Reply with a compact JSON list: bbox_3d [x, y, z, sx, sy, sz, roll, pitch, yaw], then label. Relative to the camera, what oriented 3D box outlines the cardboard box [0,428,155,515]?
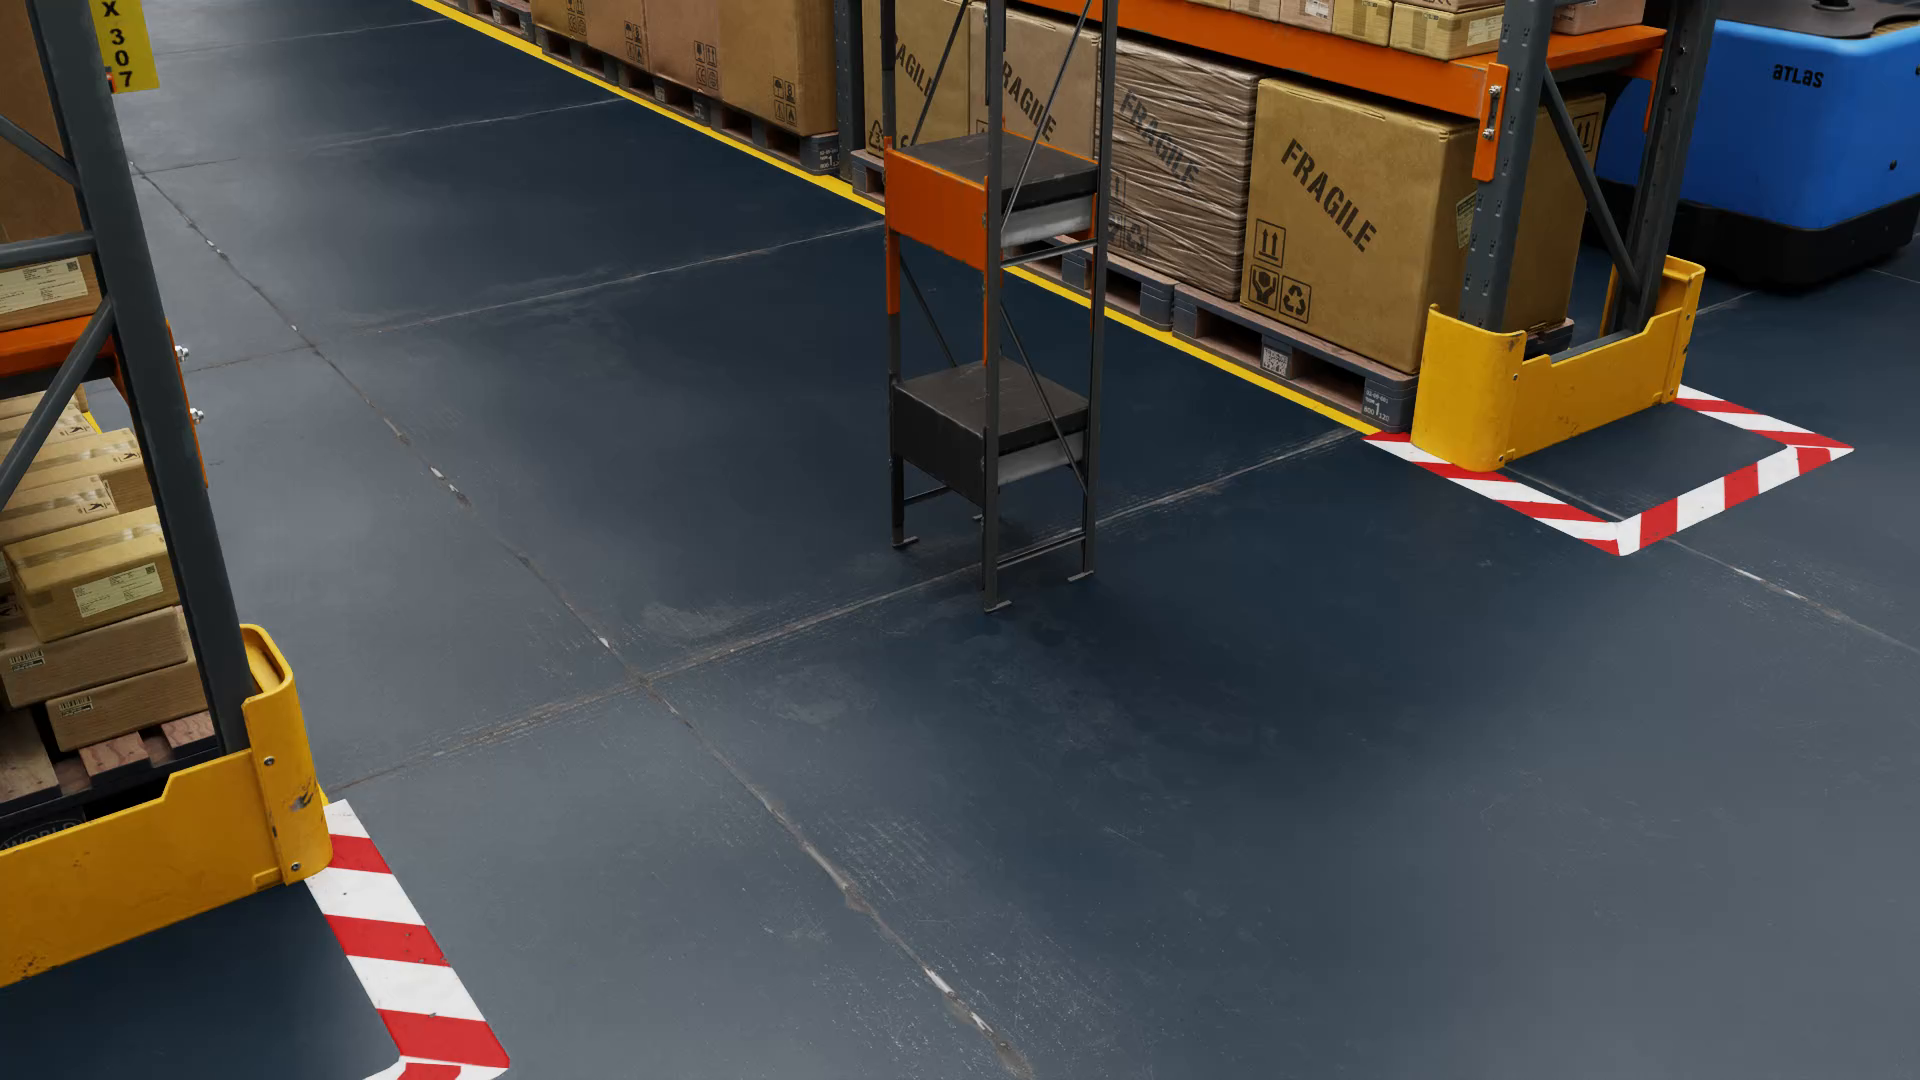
[{"bbox_3d":[-2.296,-0.137,4.283,0.380,0.149,0.250,-19,34,-31],"label":"cardboard box"}]

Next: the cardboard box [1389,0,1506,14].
[{"bbox_3d":[1.632,-1.952,5.548,0.500,0.250,0.500,-19,34,-31],"label":"cardboard box"}]

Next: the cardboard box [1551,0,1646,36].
[{"bbox_3d":[2.193,-1.892,5.853,0.380,0.149,0.250,-18,33,-30],"label":"cardboard box"}]

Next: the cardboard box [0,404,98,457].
[{"bbox_3d":[-2.507,-0.211,4.419,0.380,0.149,0.250,-21,35,-33],"label":"cardboard box"}]

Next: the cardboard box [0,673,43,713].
[{"bbox_3d":[-2.231,0.258,4.179,0.380,0.149,0.250,-19,34,-31],"label":"cardboard box"}]

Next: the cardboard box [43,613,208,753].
[{"bbox_3d":[-2.012,0.337,4.034,0.380,0.149,0.250,-18,33,-30],"label":"cardboard box"}]

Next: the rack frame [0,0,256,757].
[{"bbox_3d":[-1.969,-0.439,2.915,1.000,3.000,0.127,-19,34,-31],"label":"rack frame"}]

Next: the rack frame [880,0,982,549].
[{"bbox_3d":[-0.046,-0.953,4.805,0.400,2.100,0.015,-19,34,-31],"label":"rack frame"}]

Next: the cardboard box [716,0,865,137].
[{"bbox_3d":[-0.578,-2.822,9.089,1.225,0.875,0.875,-19,34,-30],"label":"cardboard box"}]

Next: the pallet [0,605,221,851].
[{"bbox_3d":[-2.456,0.431,4.235,1.003,0.211,1.213,-19,34,-31],"label":"pallet"}]

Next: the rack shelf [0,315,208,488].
[{"bbox_3d":[-3.129,-0.900,4.519,1.077,0.370,4.000,-19,34,-31],"label":"rack shelf"}]

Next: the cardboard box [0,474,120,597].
[{"bbox_3d":[-2.254,-0.004,4.038,0.380,0.149,0.250,-18,33,-30],"label":"cardboard box"}]

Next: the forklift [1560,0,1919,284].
[{"bbox_3d":[3.066,-3.023,7.744,1.130,2.935,3.031,-20,34,-33],"label":"forklift"}]

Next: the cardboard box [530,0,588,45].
[{"bbox_3d":[-2.127,-3.860,11.000,1.225,0.875,0.875,-21,35,-33],"label":"cardboard box"}]

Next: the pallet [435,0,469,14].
[{"bbox_3d":[-3.666,-4.436,13.196,1.003,0.211,1.213,-19,34,-31],"label":"pallet"}]

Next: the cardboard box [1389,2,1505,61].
[{"bbox_3d":[1.655,-1.710,5.518,0.380,0.149,0.250,-18,33,-30],"label":"cardboard box"}]

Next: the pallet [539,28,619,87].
[{"bbox_3d":[-2.115,-3.330,11.160,1.003,0.211,1.213,-19,34,-31],"label":"pallet"}]

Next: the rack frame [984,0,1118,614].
[{"bbox_3d":[0.238,-0.763,4.456,0.400,2.100,0.015,-19,34,-31],"label":"rack frame"}]

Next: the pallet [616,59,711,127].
[{"bbox_3d":[-1.411,-2.856,10.288,1.003,0.211,1.213,-19,34,-31],"label":"pallet"}]

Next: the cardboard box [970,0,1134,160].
[{"bbox_3d":[0.649,-1.950,7.484,0.875,0.875,0.875,-19,34,-31],"label":"cardboard box"}]

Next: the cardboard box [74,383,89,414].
[{"bbox_3d":[-2.776,-0.436,4.834,0.380,0.149,0.250,-18,33,-30],"label":"cardboard box"}]

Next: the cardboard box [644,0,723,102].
[{"bbox_3d":[-1.097,-3.169,9.728,1.225,0.875,0.875,-20,34,-32],"label":"cardboard box"}]

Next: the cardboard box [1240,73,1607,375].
[{"bbox_3d":[1.693,-1.250,6.195,0.875,0.875,0.875,-19,34,-31],"label":"cardboard box"}]

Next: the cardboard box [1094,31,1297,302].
[{"bbox_3d":[1.165,-1.604,6.847,0.875,0.875,0.875,-19,34,-31],"label":"cardboard box"}]

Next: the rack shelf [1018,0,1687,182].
[{"bbox_3d":[0.970,-2.234,6.974,1.077,0.370,4.000,-19,34,-31],"label":"rack shelf"}]

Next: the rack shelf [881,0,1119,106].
[{"bbox_3d":[0.096,-1.461,4.303,0.431,0.518,0.480,-19,34,-31],"label":"rack shelf"}]

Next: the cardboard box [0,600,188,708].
[{"bbox_3d":[-2.064,0.224,3.930,0.380,0.149,0.250,-17,33,-29],"label":"cardboard box"}]

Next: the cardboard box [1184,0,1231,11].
[{"bbox_3d":[1.061,-2.106,6.249,0.380,0.149,0.250,-20,34,-32],"label":"cardboard box"}]

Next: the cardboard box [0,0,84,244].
[{"bbox_3d":[-2.005,-0.865,3.283,0.500,0.500,0.500,-17,33,-28],"label":"cardboard box"}]

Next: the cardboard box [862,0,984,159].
[{"bbox_3d":[0.127,-2.300,8.128,0.875,0.875,0.875,-19,34,-31],"label":"cardboard box"}]

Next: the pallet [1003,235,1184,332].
[{"bbox_3d":[0.899,-1.310,7.442,1.003,0.211,1.213,-19,34,-31],"label":"pallet"}]

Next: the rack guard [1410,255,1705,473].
[{"bbox_3d":[2.144,-0.665,5.951,1.175,0.500,0.348,-19,34,-31],"label":"rack guard"}]

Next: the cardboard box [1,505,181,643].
[{"bbox_3d":[-1.996,0.070,3.902,0.380,0.149,0.250,-21,35,-33],"label":"cardboard box"}]

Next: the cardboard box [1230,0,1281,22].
[{"bbox_3d":[1.213,-2.006,6.064,0.380,0.149,0.250,-18,33,-30],"label":"cardboard box"}]

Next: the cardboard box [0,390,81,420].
[{"bbox_3d":[-2.660,-0.321,4.622,0.380,0.149,0.250,-17,33,-29],"label":"cardboard box"}]

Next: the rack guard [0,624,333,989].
[{"bbox_3d":[-2.013,0.630,3.566,1.175,0.500,0.348,-19,34,-31],"label":"rack guard"}]

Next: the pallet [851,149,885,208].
[{"bbox_3d":[0.187,-1.785,8.316,1.003,0.211,1.213,-19,34,-31],"label":"pallet"}]

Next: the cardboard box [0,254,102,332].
[{"bbox_3d":[-1.890,-0.545,3.374,0.380,0.149,0.250,-19,34,-31],"label":"cardboard box"}]

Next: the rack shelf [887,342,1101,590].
[{"bbox_3d":[0.096,-0.231,4.971,0.431,0.518,0.480,-19,34,-31],"label":"rack shelf"}]

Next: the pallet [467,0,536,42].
[{"bbox_3d":[-2.963,-3.962,12.323,1.003,0.211,1.213,-19,34,-31],"label":"pallet"}]

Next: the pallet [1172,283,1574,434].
[{"bbox_3d":[1.602,-0.836,6.569,1.003,0.211,1.213,-19,34,-31],"label":"pallet"}]

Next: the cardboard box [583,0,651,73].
[{"bbox_3d":[-1.617,-3.511,10.358,1.225,0.875,0.875,-19,34,-30],"label":"cardboard box"}]

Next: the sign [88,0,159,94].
[{"bbox_3d":[-1.527,-0.970,2.985,0.100,0.325,0.005,-19,34,-31],"label":"sign"}]

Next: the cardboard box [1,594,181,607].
[{"bbox_3d":[-2.177,0.102,4.155,0.380,0.149,0.250,-19,34,-31],"label":"cardboard box"}]

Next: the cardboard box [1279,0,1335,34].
[{"bbox_3d":[1.357,-1.909,5.885,0.380,0.149,0.250,-19,34,-31],"label":"cardboard box"}]

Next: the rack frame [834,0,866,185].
[{"bbox_3d":[-0.190,-3.328,8.234,1.000,3.000,0.127,-19,34,-31],"label":"rack frame"}]

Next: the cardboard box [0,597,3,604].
[{"bbox_3d":[-2.391,0.031,4.285,0.380,0.149,0.250,-18,33,-30],"label":"cardboard box"}]

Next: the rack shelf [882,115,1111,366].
[{"bbox_3d":[0.096,-0.846,4.637,0.431,0.518,0.480,-19,34,-31],"label":"rack shelf"}]

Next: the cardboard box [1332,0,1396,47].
[{"bbox_3d":[1.503,-1.810,5.703,0.380,0.149,0.250,-18,33,-30],"label":"cardboard box"}]

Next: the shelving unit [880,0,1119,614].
[{"bbox_3d":[0.096,-0.858,4.630,0.431,2.100,0.503,-19,34,-31],"label":"shelving unit"}]

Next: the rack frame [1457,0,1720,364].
[{"bbox_3d":[2.130,-1.773,5.371,1.000,3.000,0.127,-19,34,-31],"label":"rack frame"}]

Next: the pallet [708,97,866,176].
[{"bbox_3d":[-0.699,-2.381,9.414,1.003,0.211,1.213,-19,34,-31],"label":"pallet"}]

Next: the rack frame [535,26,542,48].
[{"bbox_3d":[-2.511,-4.883,11.098,1.000,3.000,0.127,-19,34,-31],"label":"rack frame"}]
